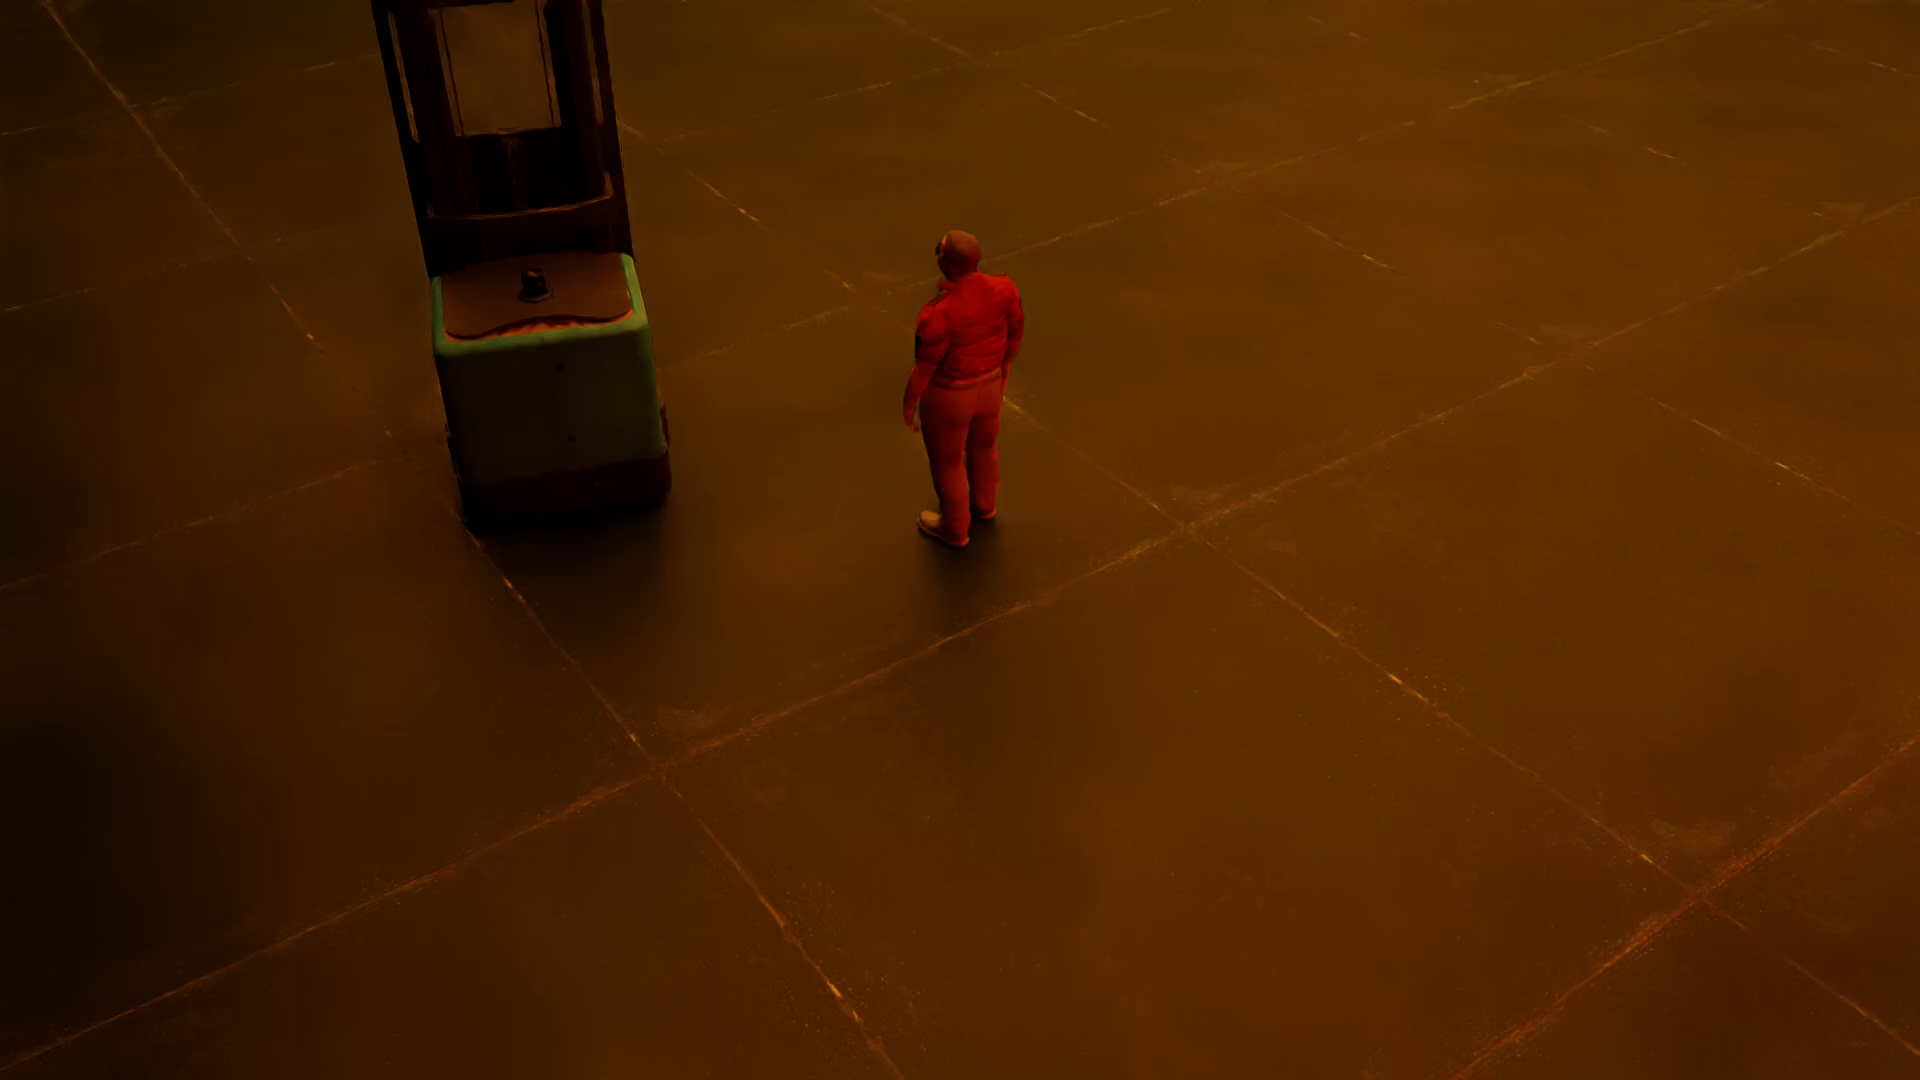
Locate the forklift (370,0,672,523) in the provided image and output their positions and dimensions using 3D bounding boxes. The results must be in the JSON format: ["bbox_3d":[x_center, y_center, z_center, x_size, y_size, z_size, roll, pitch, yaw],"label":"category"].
[{"bbox_3d":[-2.387,-2.141,8.840,1.130,2.935,3.031,-9,37,-12],"label":"forklift"}]

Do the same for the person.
[{"bbox_3d":[-0.042,-0.749,7.956,0.640,1.727,0.550,-23,42,-28],"label":"person"}]
